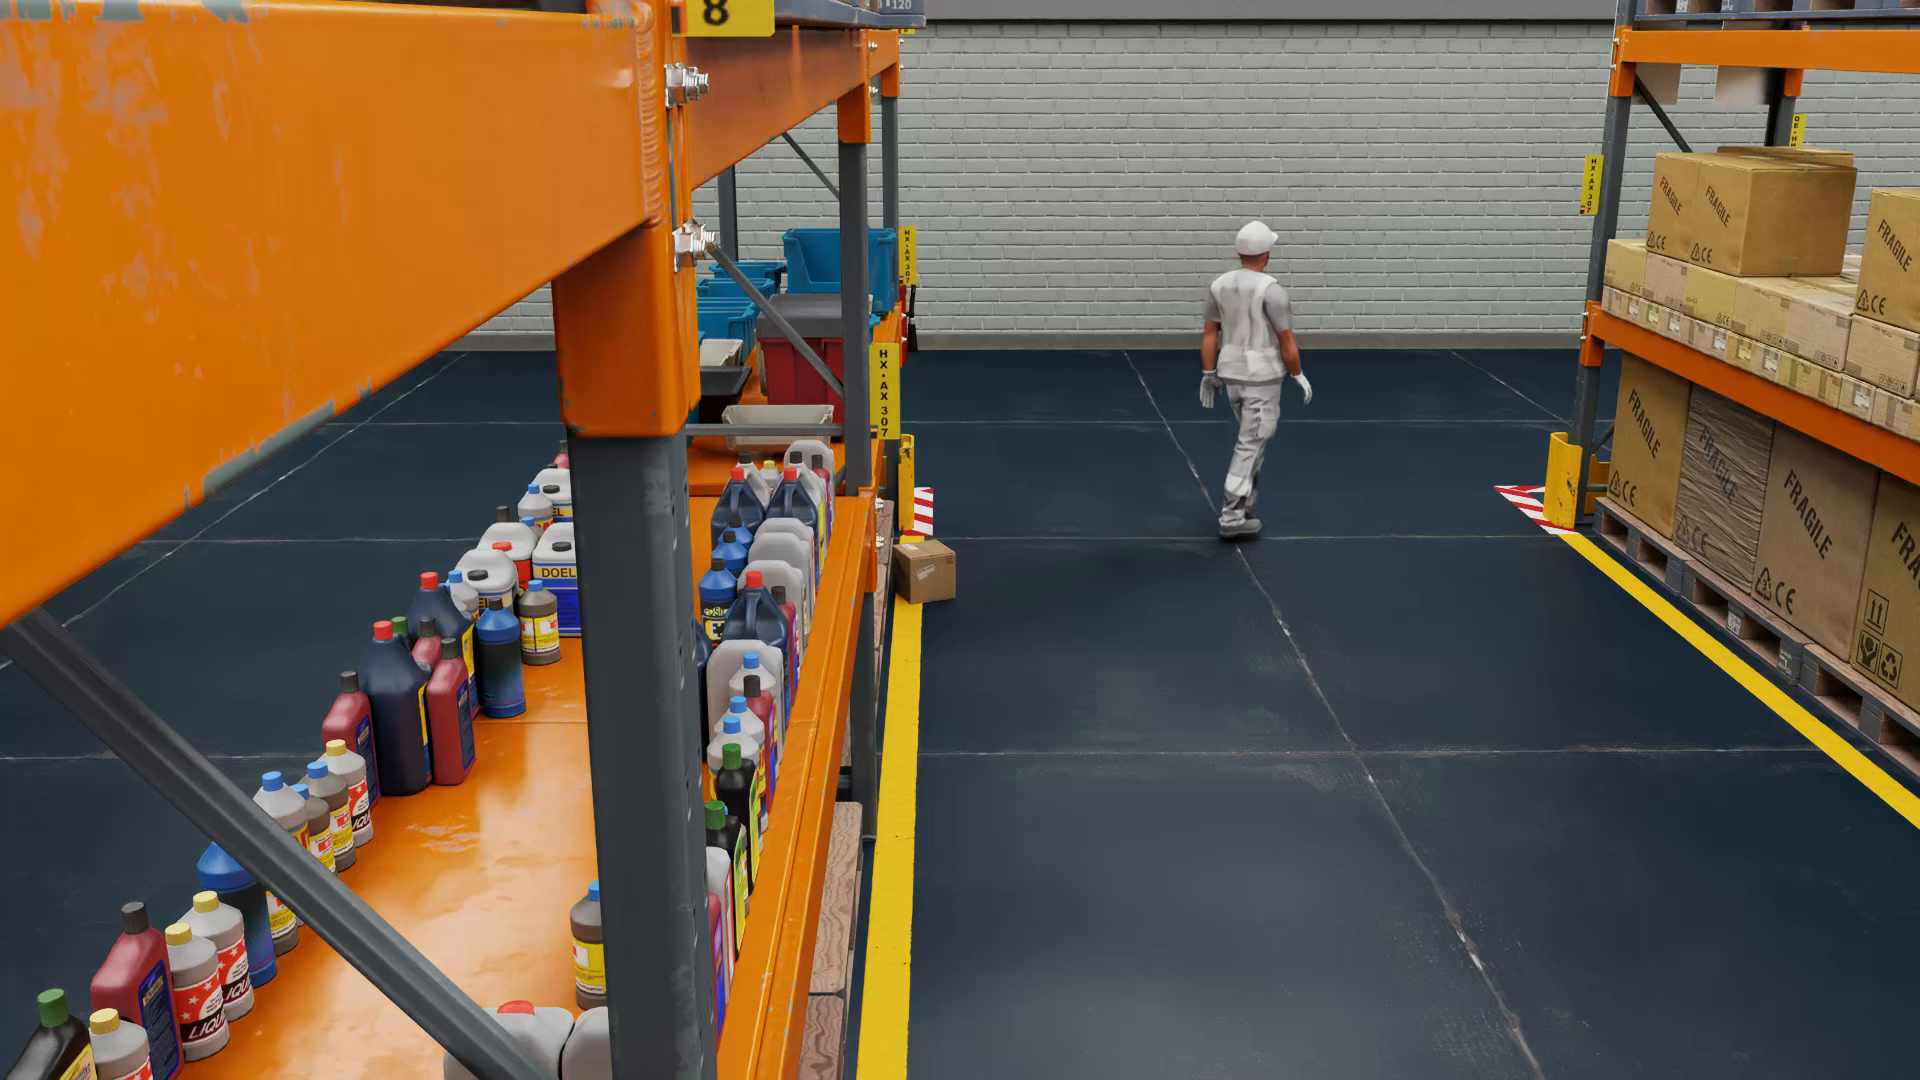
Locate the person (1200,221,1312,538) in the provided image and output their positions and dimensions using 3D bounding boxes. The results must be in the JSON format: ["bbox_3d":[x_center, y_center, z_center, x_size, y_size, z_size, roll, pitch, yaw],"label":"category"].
[{"bbox_3d":[1.685,-0.879,9.413,0.528,1.841,0.538,-13,21,-35],"label":"person"}]
